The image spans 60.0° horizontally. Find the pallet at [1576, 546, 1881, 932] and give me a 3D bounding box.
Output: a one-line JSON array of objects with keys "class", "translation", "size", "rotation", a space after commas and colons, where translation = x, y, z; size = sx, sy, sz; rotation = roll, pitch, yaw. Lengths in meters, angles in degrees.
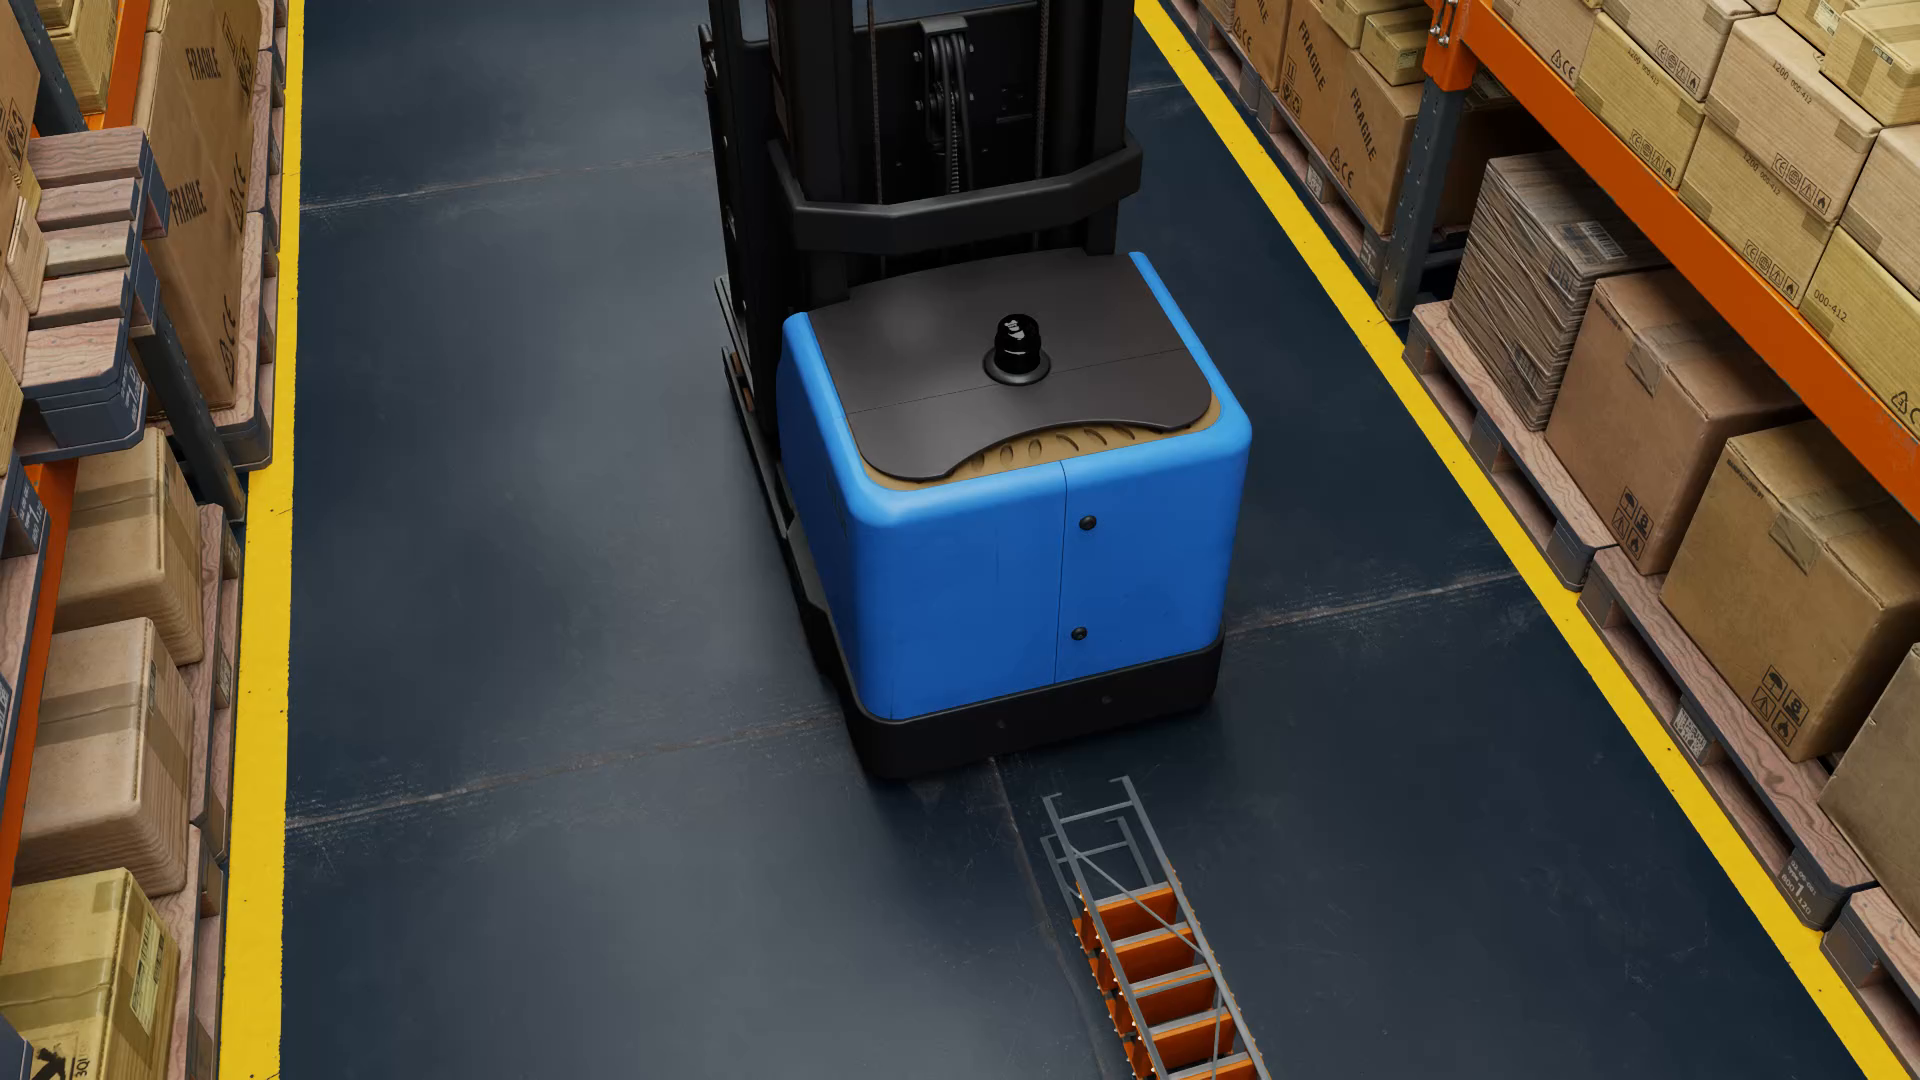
[{"class": "pallet", "translation": [2.502, 0.429, 4.682], "size": [1.003, 0.211, 1.213], "rotation": [-11, 47, -10]}]

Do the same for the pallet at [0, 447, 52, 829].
[{"class": "pallet", "translation": [-2.231, 0.373, 2.918], "size": [1.003, 0.211, 1.213], "rotation": [-11, 47, -10]}]

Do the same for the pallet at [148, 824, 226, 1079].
[{"class": "pallet", "translation": [-2.270, 1.303, 3.825], "size": [1.003, 0.211, 1.213], "rotation": [-11, 47, -10]}]

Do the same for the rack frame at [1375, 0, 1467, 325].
[{"class": "rack frame", "translation": [2.020, -1.963, 5.074], "size": [1.000, 3.000, 0.127], "rotation": [-11, 47, -10]}]

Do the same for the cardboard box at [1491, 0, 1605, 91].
[{"class": "cardboard box", "translation": [1.897, -1.560, 4.783], "size": [0.500, 0.250, 0.500], "rotation": [-11, 47, -10]}]

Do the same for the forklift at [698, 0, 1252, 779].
[{"class": "forklift", "translation": [-0.179, -1.452, 4.621], "size": [1.130, 2.935, 3.031], "rotation": [-12, 47, -12]}]

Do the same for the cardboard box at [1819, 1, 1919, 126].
[{"class": "cardboard box", "translation": [2.157, -1.062, 3.667], "size": [0.380, 0.149, 0.250], "rotation": [-10, 46, -9]}]

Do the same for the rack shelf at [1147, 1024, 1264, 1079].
[{"class": "rack shelf", "translation": [0.564, 1.253, 3.886], "size": [0.258, 0.180, 0.103], "rotation": [-13, 47, -12]}]

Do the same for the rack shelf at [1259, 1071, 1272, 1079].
[{"class": "rack shelf", "translation": [0.600, 1.335, 3.806], "size": [0.258, 0.180, 0.103], "rotation": [-13, 47, -12]}]

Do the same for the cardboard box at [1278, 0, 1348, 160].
[{"class": "cardboard box", "translation": [1.586, -1.836, 6.405], "size": [0.500, 0.500, 0.500], "rotation": [-11, 47, -11]}]

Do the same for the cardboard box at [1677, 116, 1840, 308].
[{"class": "cardboard box", "translation": [2.160, -0.857, 4.095], "size": [0.500, 0.250, 0.500], "rotation": [-12, 47, -12]}]

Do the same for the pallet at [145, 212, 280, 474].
[{"class": "pallet", "translation": [-2.906, -0.635, 5.725], "size": [1.003, 0.211, 1.213], "rotation": [-11, 47, -10]}]

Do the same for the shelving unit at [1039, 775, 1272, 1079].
[{"class": "shelving unit", "translation": [0.506, 1.120, 4.017], "size": [0.258, 0.189, 1.200], "rotation": [-13, 47, -12]}]

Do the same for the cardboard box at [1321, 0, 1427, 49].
[{"class": "cardboard box", "translation": [1.549, -1.940, 6.053], "size": [0.380, 0.149, 0.250], "rotation": [-13, 47, -12]}]

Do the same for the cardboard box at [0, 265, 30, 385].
[{"class": "cardboard box", "translation": [-2.163, -0.416, 3.439], "size": [0.380, 0.149, 0.250], "rotation": [-13, 47, -12]}]

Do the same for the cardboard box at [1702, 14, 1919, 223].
[{"class": "cardboard box", "translation": [2.141, -1.024, 3.909], "size": [0.500, 0.250, 0.500], "rotation": [-12, 47, -11]}]

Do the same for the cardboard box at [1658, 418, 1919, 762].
[{"class": "cardboard box", "translation": [2.514, 0.068, 4.451], "size": [0.875, 0.625, 0.625], "rotation": [-12, 47, -12]}]

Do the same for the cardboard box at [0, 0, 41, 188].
[{"class": "cardboard box", "translation": [-2.392, -1.076, 3.632], "size": [0.500, 0.500, 0.500], "rotation": [-12, 47, -11]}]

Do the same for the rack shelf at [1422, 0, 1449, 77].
[{"class": "rack shelf", "translation": [1.508, -3.092, 6.684], "size": [1.077, 0.370, 4.000], "rotation": [-11, 47, -10]}]

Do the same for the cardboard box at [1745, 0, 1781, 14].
[{"class": "cardboard box", "translation": [2.056, -1.417, 4.014], "size": [0.380, 0.149, 0.250], "rotation": [-10, 46, -10]}]

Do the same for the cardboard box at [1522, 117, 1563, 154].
[{"class": "cardboard box", "translation": [2.183, -1.578, 6.152], "size": [0.500, 0.500, 0.500], "rotation": [-9, 46, -9]}]

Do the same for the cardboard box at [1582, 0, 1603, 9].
[{"class": "cardboard box", "translation": [1.873, -1.730, 4.600], "size": [0.500, 0.250, 0.500], "rotation": [-11, 47, -10]}]

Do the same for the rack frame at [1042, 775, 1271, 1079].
[{"class": "rack frame", "translation": [0.506, 1.056, 3.952], "size": [0.240, 0.006, 1.200], "rotation": [-13, 47, -12]}]

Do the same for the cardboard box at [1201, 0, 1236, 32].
[{"class": "cardboard box", "translation": [1.298, -2.552, 7.106], "size": [0.500, 0.500, 0.500], "rotation": [-12, 47, -12]}]

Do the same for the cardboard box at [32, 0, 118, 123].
[{"class": "cardboard box", "translation": [-2.660, -1.385, 4.612], "size": [0.500, 0.250, 0.500], "rotation": [-11, 47, -11]}]

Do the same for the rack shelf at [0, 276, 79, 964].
[{"class": "rack shelf", "translation": [-2.265, 0.579, 3.086], "size": [1.077, 0.370, 4.000], "rotation": [-11, 47, -10]}]

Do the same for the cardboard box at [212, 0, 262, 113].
[{"class": "cardboard box", "translation": [-3.327, -2.183, 6.482], "size": [0.875, 0.875, 0.875], "rotation": [-9, 46, -9]}]

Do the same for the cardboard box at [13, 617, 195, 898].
[{"class": "cardboard box", "translation": [-2.446, 0.619, 4.089], "size": [0.950, 0.372, 0.625], "rotation": [-12, 47, -11]}]

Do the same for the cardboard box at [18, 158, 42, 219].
[{"class": "cardboard box", "translation": [-2.327, -0.757, 3.774], "size": [0.380, 0.149, 0.250], "rotation": [-10, 46, -10]}]

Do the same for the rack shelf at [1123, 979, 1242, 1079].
[{"class": "rack shelf", "translation": [0.528, 1.171, 3.967], "size": [0.258, 0.180, 0.103], "rotation": [-13, 47, -12]}]

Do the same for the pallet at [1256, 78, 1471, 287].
[{"class": "pallet", "translation": [1.865, -1.510, 6.582], "size": [1.003, 0.211, 1.213], "rotation": [-11, 47, -10]}]

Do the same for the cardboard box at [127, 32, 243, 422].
[{"class": "cardboard box", "translation": [-2.874, -0.949, 5.273], "size": [0.875, 0.875, 0.875], "rotation": [-11, 47, -11]}]

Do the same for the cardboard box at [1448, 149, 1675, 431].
[{"class": "cardboard box", "translation": [2.166, -0.846, 5.348], "size": [0.875, 0.625, 0.625], "rotation": [-9, 46, -9]}]

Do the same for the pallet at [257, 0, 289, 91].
[{"class": "pallet", "translation": [-3.531, -2.320, 7.376], "size": [1.003, 0.211, 1.213], "rotation": [-11, 47, -10]}]
